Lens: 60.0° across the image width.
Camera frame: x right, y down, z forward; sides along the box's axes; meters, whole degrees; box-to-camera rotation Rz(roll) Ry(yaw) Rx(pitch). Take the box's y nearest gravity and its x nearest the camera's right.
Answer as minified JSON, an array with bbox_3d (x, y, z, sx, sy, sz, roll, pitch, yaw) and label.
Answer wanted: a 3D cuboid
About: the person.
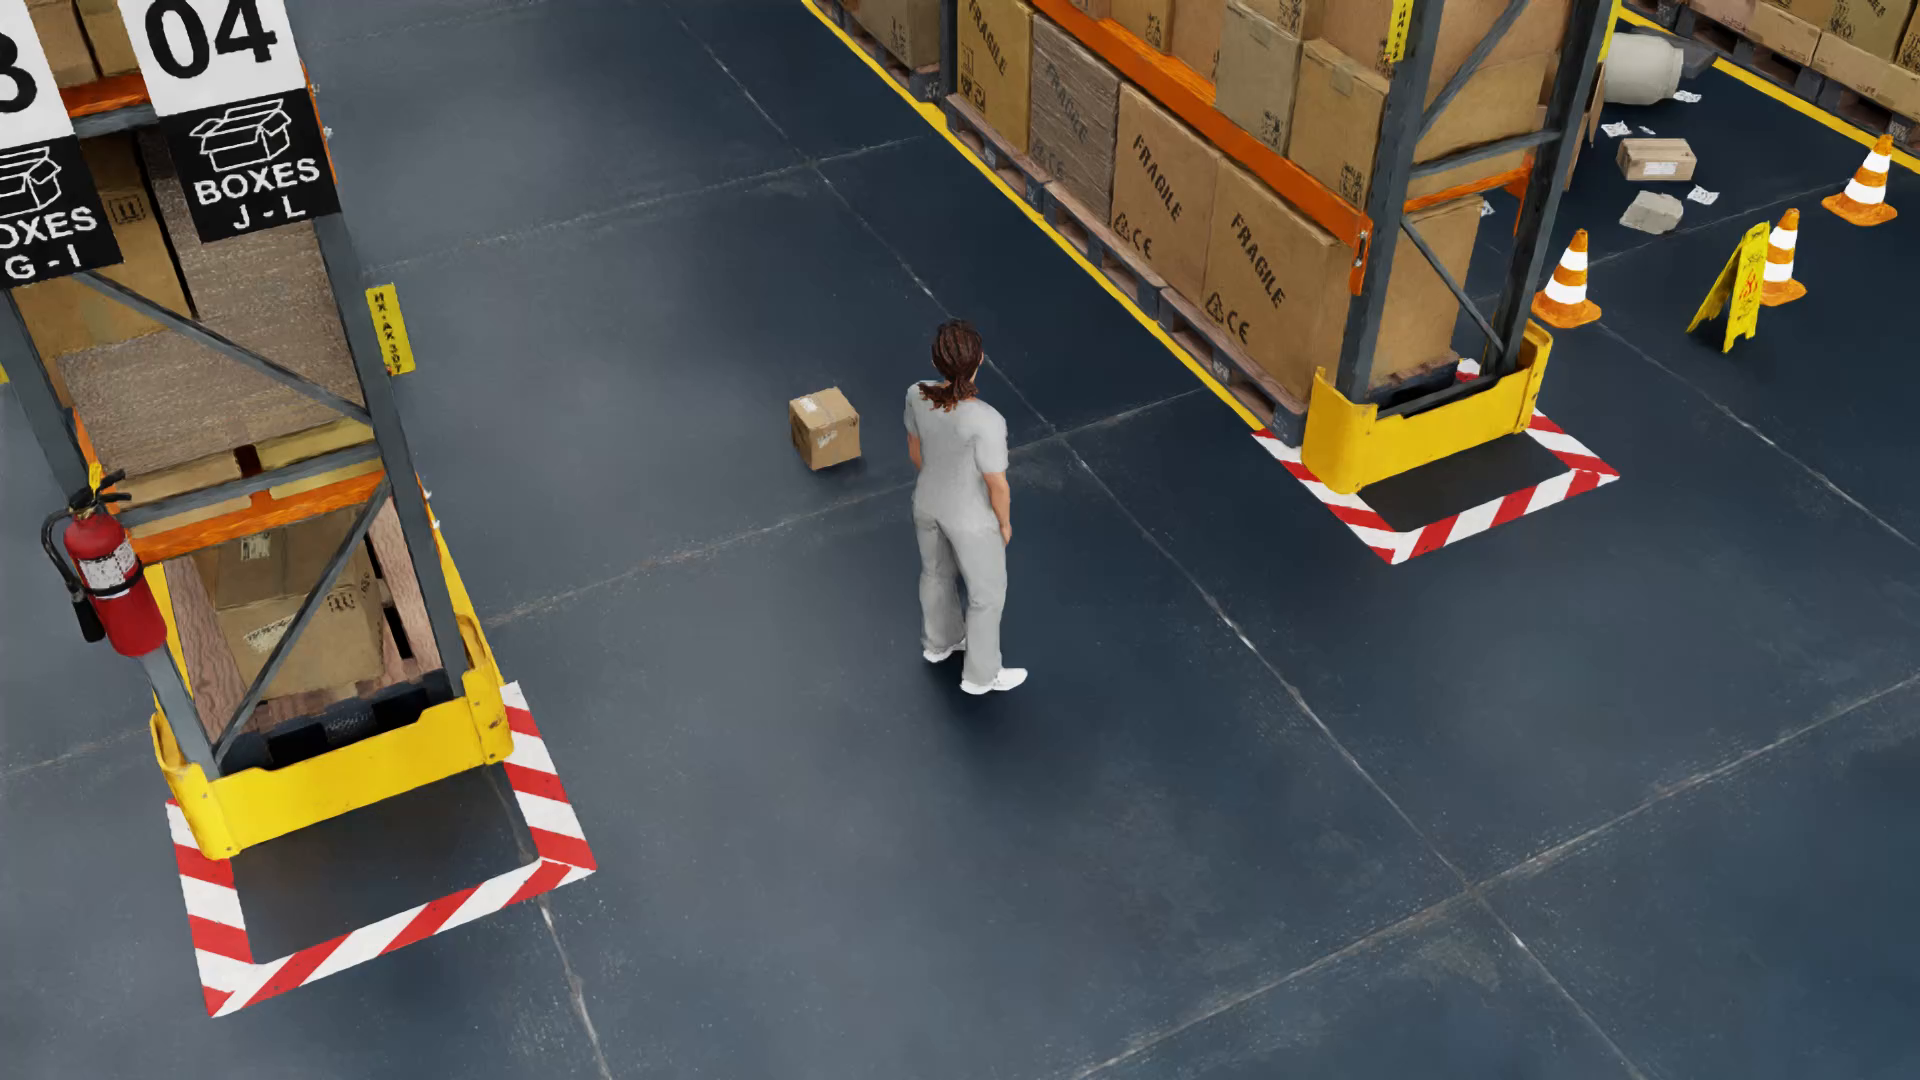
[{"bbox_3d":[0.017,-0.105,6.285,0.486,1.718,0.404,29,49,29],"label":"person"}]
